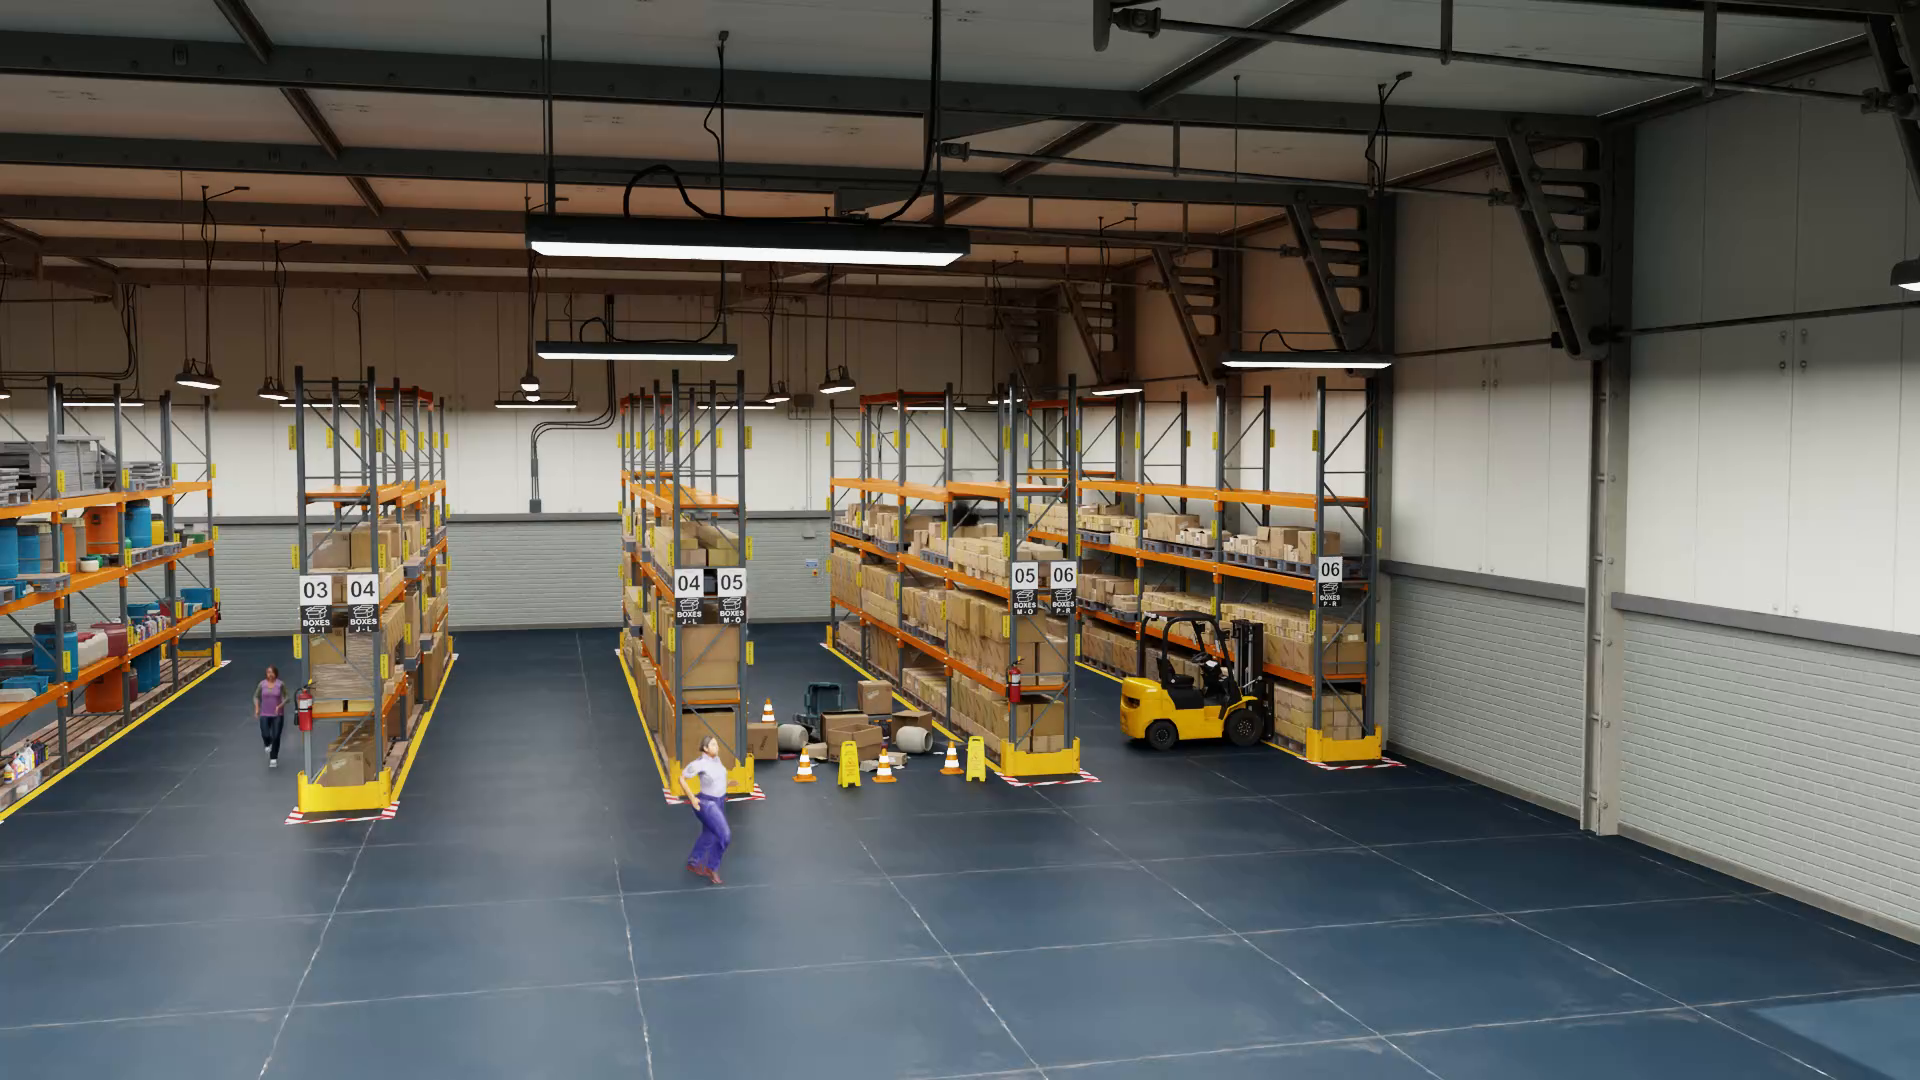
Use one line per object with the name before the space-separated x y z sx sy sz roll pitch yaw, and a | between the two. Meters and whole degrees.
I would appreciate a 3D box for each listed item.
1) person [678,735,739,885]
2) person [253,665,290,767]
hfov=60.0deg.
person | -2.828 3.066 18.883 0.703 1.687 0.574 1 4 16
person | -10.585 2.707 25.570 0.535 1.559 0.545 -1 4 -19
